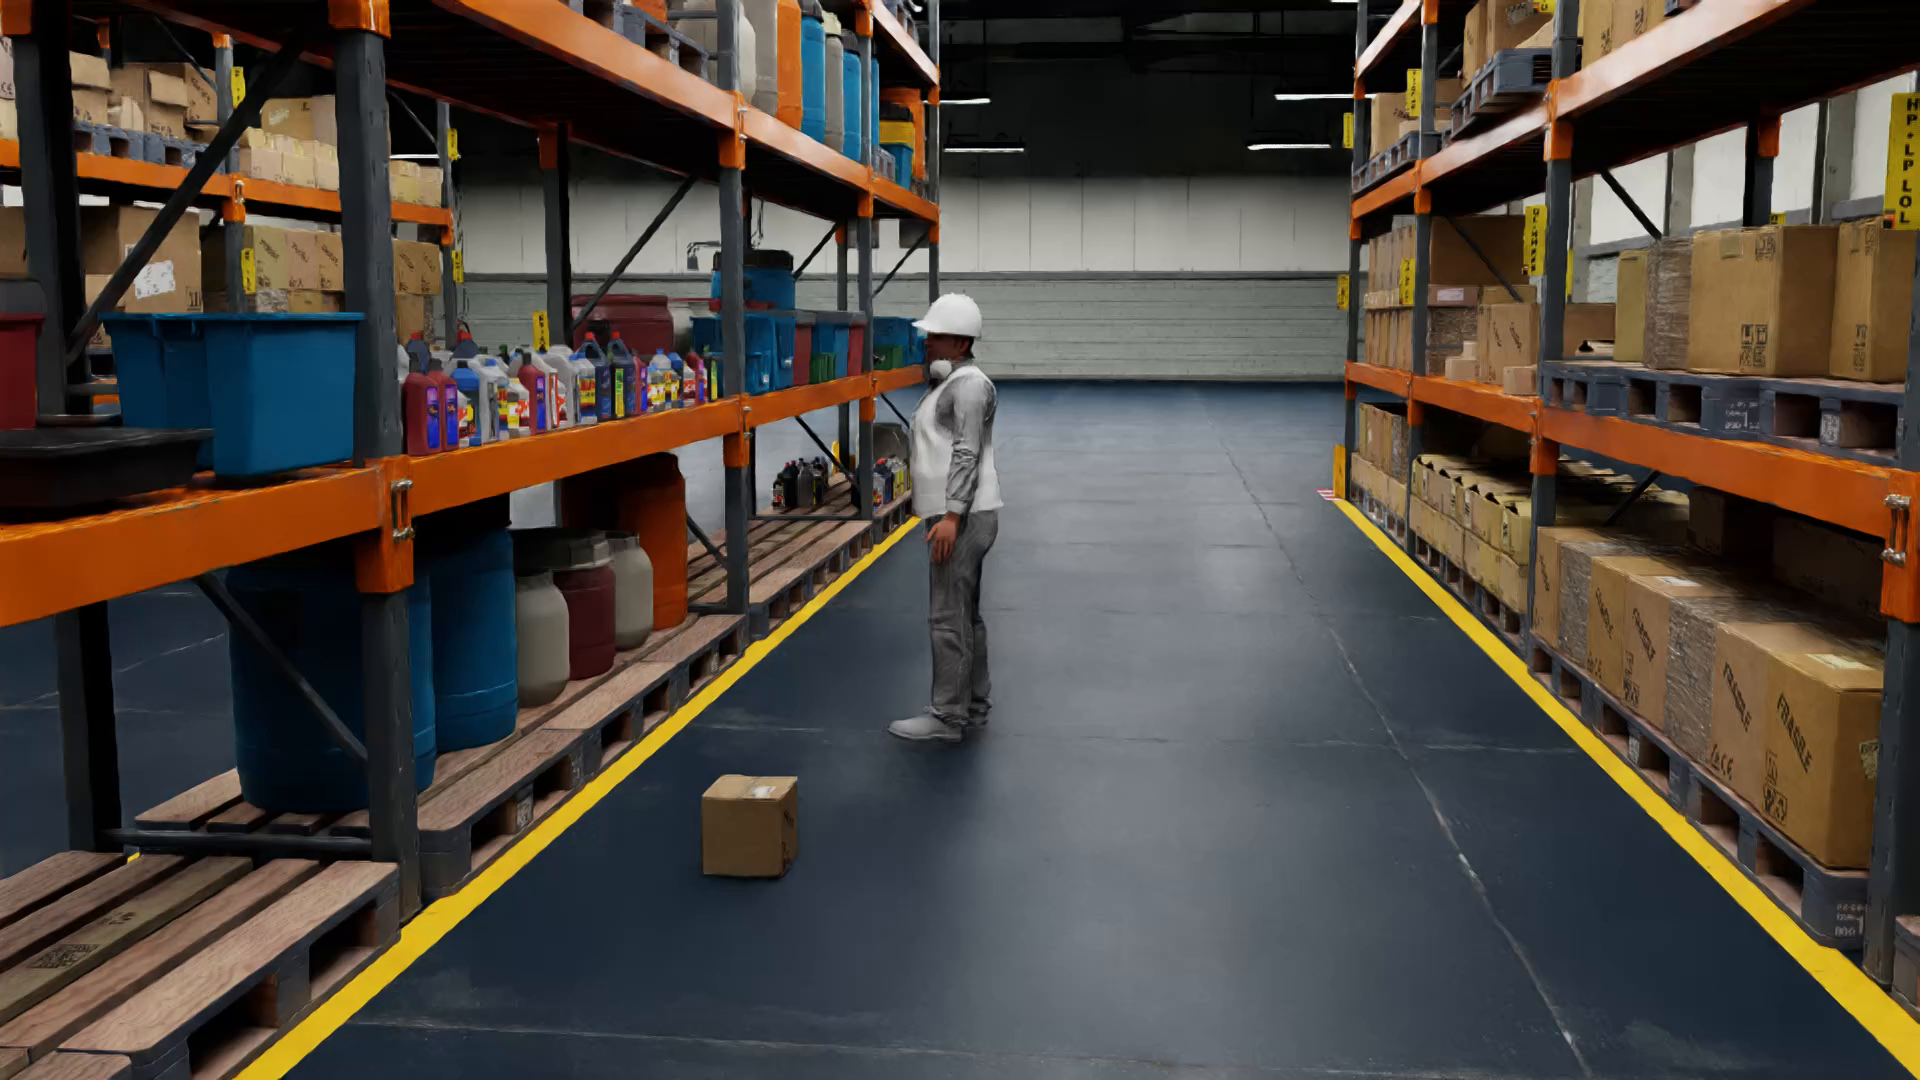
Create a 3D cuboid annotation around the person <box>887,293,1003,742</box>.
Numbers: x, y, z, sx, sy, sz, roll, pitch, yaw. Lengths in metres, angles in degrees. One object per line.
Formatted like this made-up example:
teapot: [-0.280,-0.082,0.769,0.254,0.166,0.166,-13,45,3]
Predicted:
person: [-0.077,-0.088,6.684,0.470,1.772,0.584,-1,8,-8]
